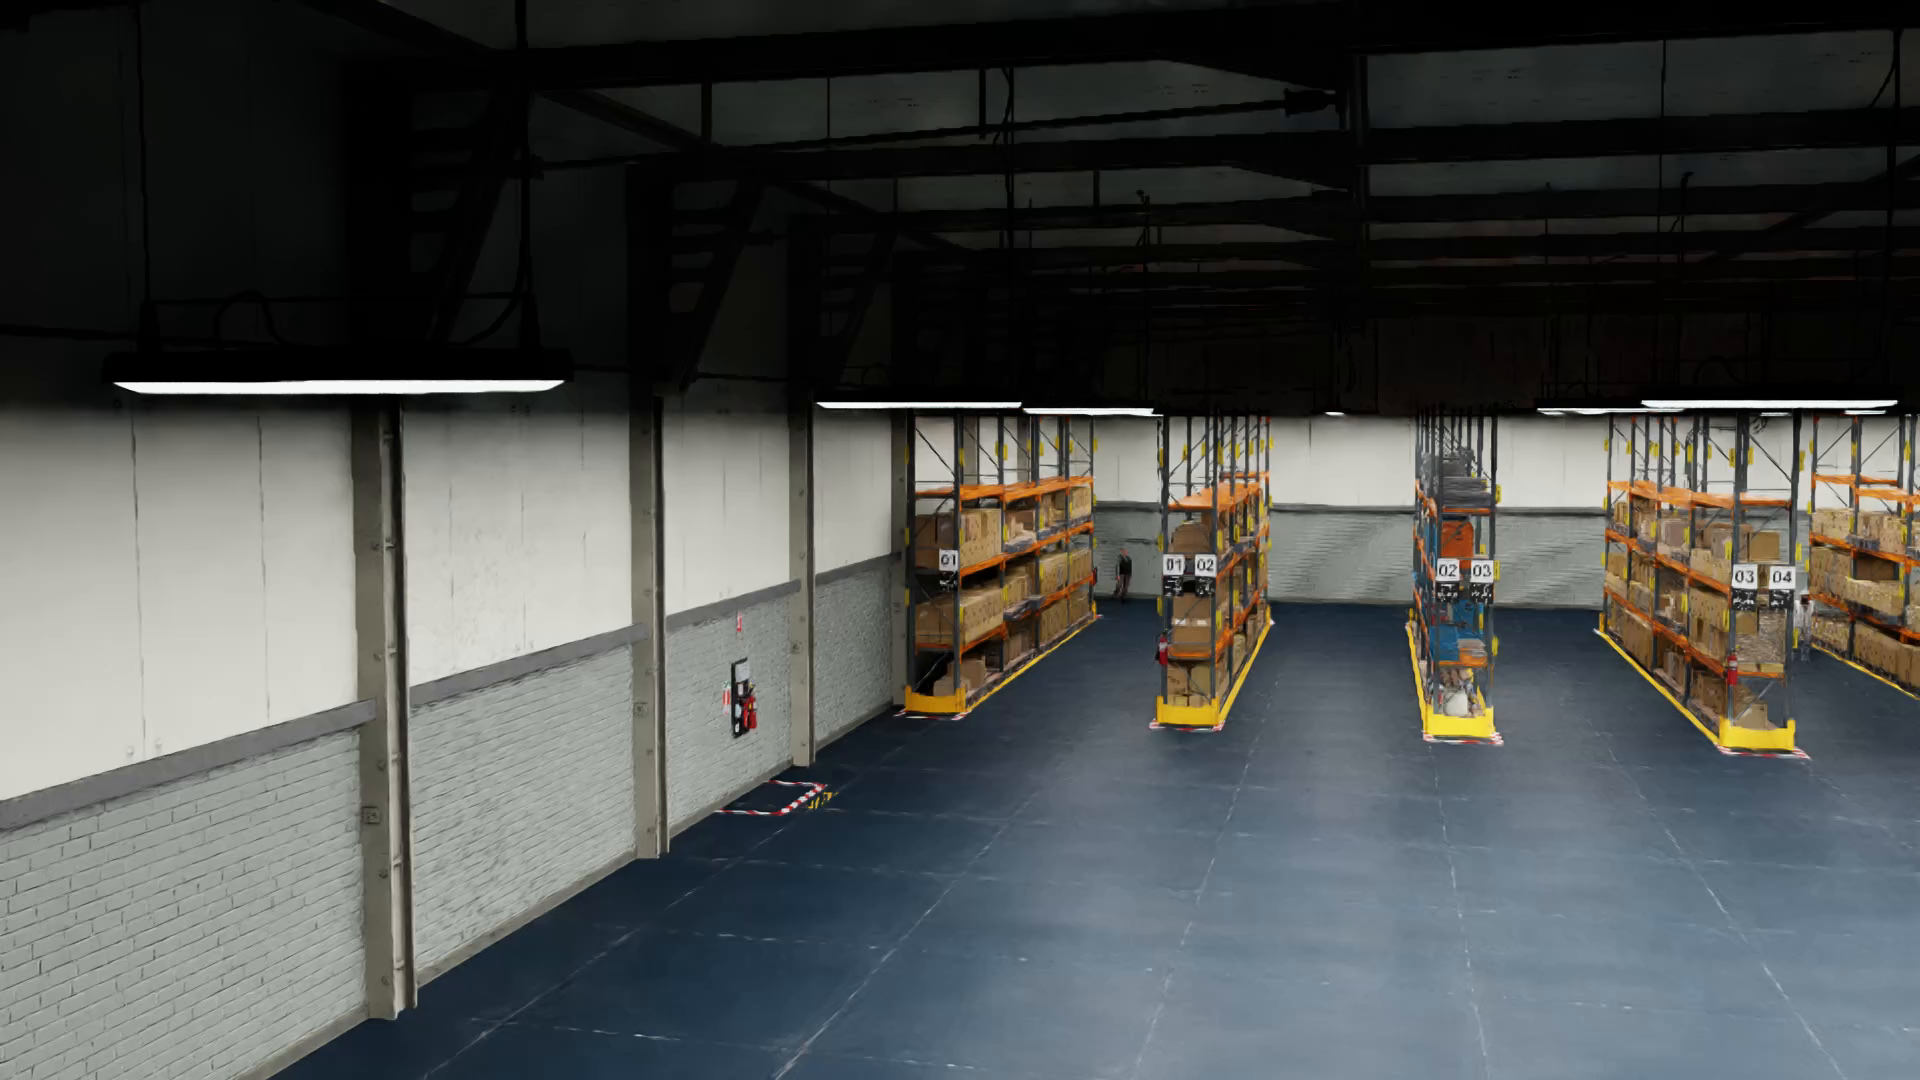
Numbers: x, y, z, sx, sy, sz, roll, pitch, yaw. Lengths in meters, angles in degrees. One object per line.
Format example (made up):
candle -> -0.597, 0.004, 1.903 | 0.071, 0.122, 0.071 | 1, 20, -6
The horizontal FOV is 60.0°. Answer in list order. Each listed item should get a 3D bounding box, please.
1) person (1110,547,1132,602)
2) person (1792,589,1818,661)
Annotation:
person -> 5.042, 1.083, 51.946 | 0.689, 1.711, 0.509 | -2, 5, -26
person -> 19.853, 2.011, 39.204 | 0.702, 1.734, 0.549 | 1, 4, 12
